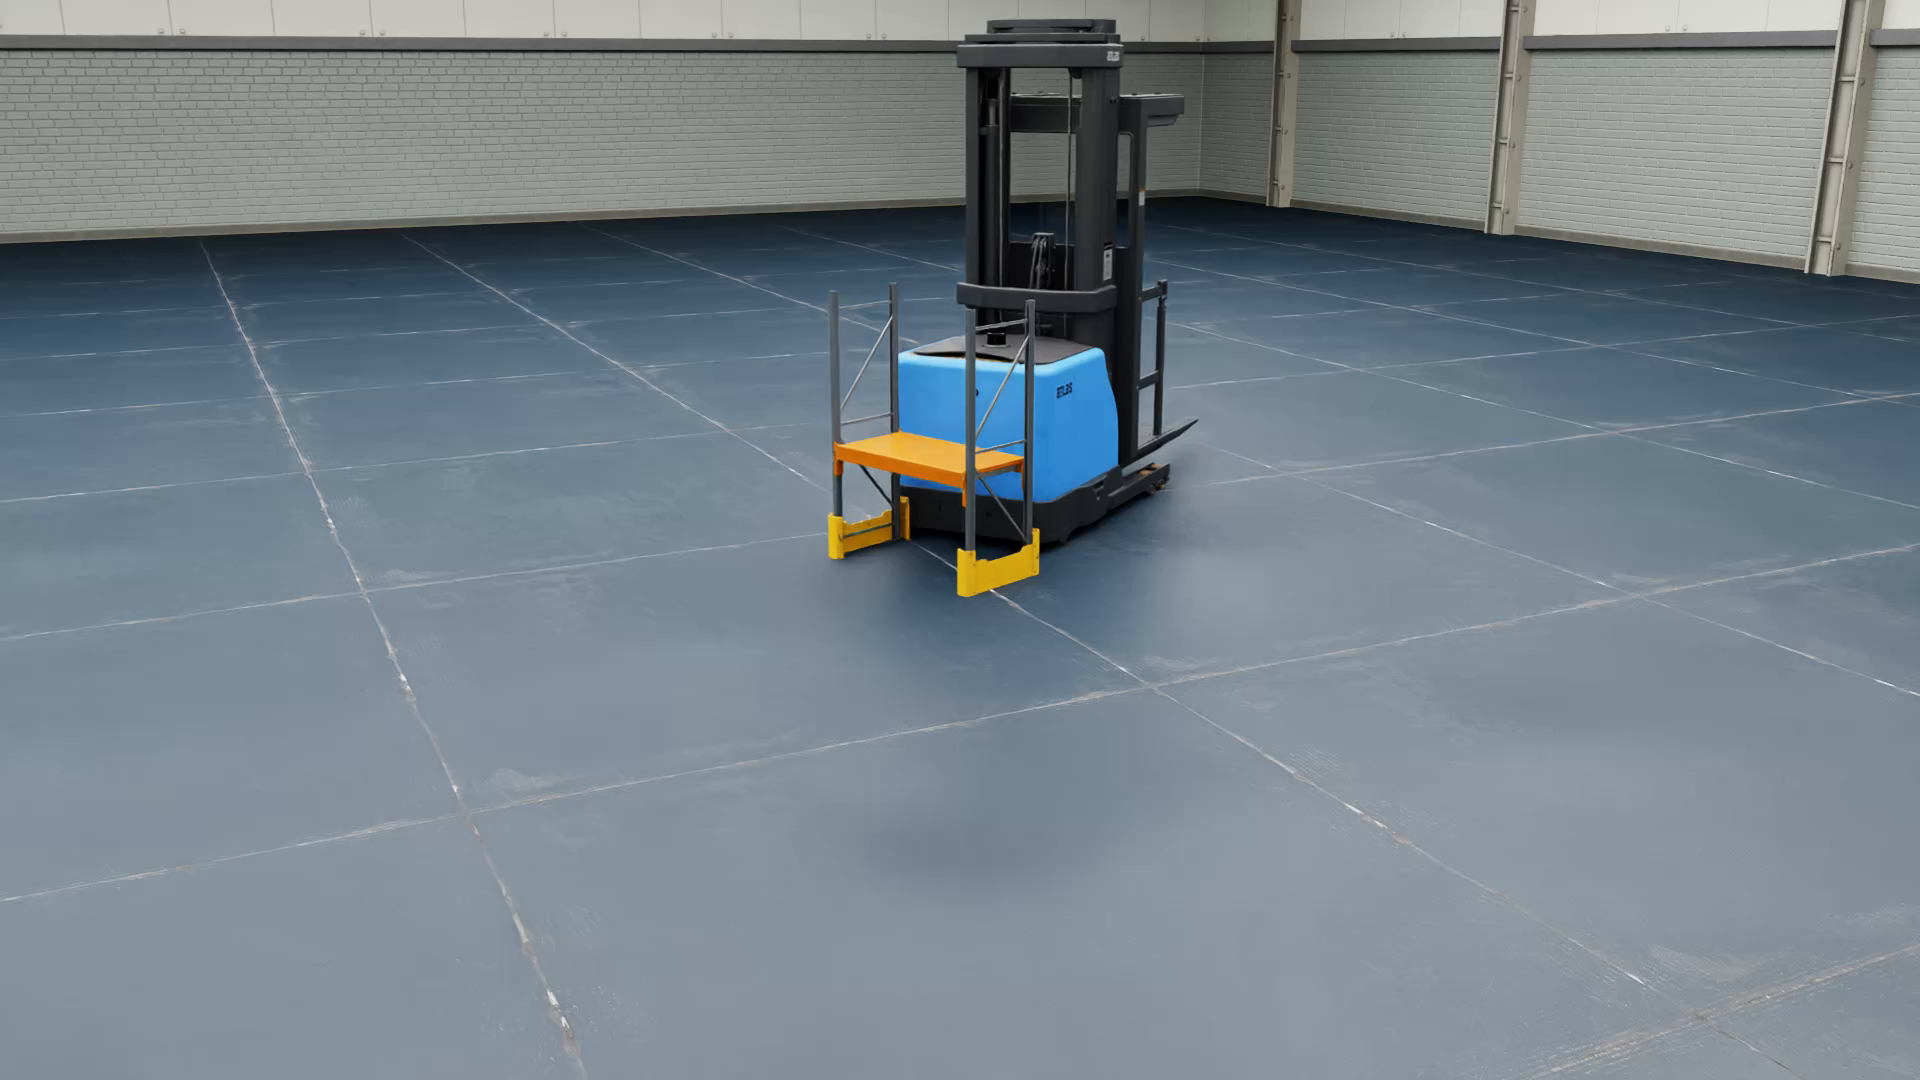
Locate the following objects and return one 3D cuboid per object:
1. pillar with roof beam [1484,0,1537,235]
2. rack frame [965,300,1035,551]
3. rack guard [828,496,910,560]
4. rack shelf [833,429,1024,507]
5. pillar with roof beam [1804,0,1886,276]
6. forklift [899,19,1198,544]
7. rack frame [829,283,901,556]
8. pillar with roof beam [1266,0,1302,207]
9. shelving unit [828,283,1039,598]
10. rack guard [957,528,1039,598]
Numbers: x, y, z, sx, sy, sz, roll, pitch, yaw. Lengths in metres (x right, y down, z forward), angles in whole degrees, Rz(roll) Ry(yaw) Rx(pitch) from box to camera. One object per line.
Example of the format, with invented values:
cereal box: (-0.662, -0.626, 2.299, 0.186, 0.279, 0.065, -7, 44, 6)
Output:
pillar with roof beam: (4.968, -8.822, 24.180, 9.100, 9.000, 0.400, -8, 18, -25)
rack frame: (0.210, -0.484, 8.717, 0.032, 1.500, 0.500, 15, 21, 41)
rack guard: (-0.517, -0.071, 9.546, 0.087, 0.250, 0.587, 15, 21, 41)
rack shelf: (-0.161, -0.407, 9.102, 1.000, 0.185, 0.538, 15, 21, 41)
pillar with roof beam: (7.597, -7.335, 18.996, 9.100, 9.000, 0.400, -8, 18, -25)
forklift: (0.726, -1.747, 10.523, 1.130, 2.935, 3.031, 8, 18, 26)
rack frame: (-0.531, -0.676, 9.387, 0.032, 1.500, 0.500, 15, 21, 41)
pillar with roof beam: (2.340, -10.310, 29.364, 9.100, 9.000, 0.400, -8, 18, -25)
shelving unit: (-0.154, -0.578, 9.046, 1.083, 1.500, 0.587, 15, 21, 41)
rack guard: (0.209, 0.117, 8.890, 0.087, 0.250, 0.587, 15, 21, 41)
